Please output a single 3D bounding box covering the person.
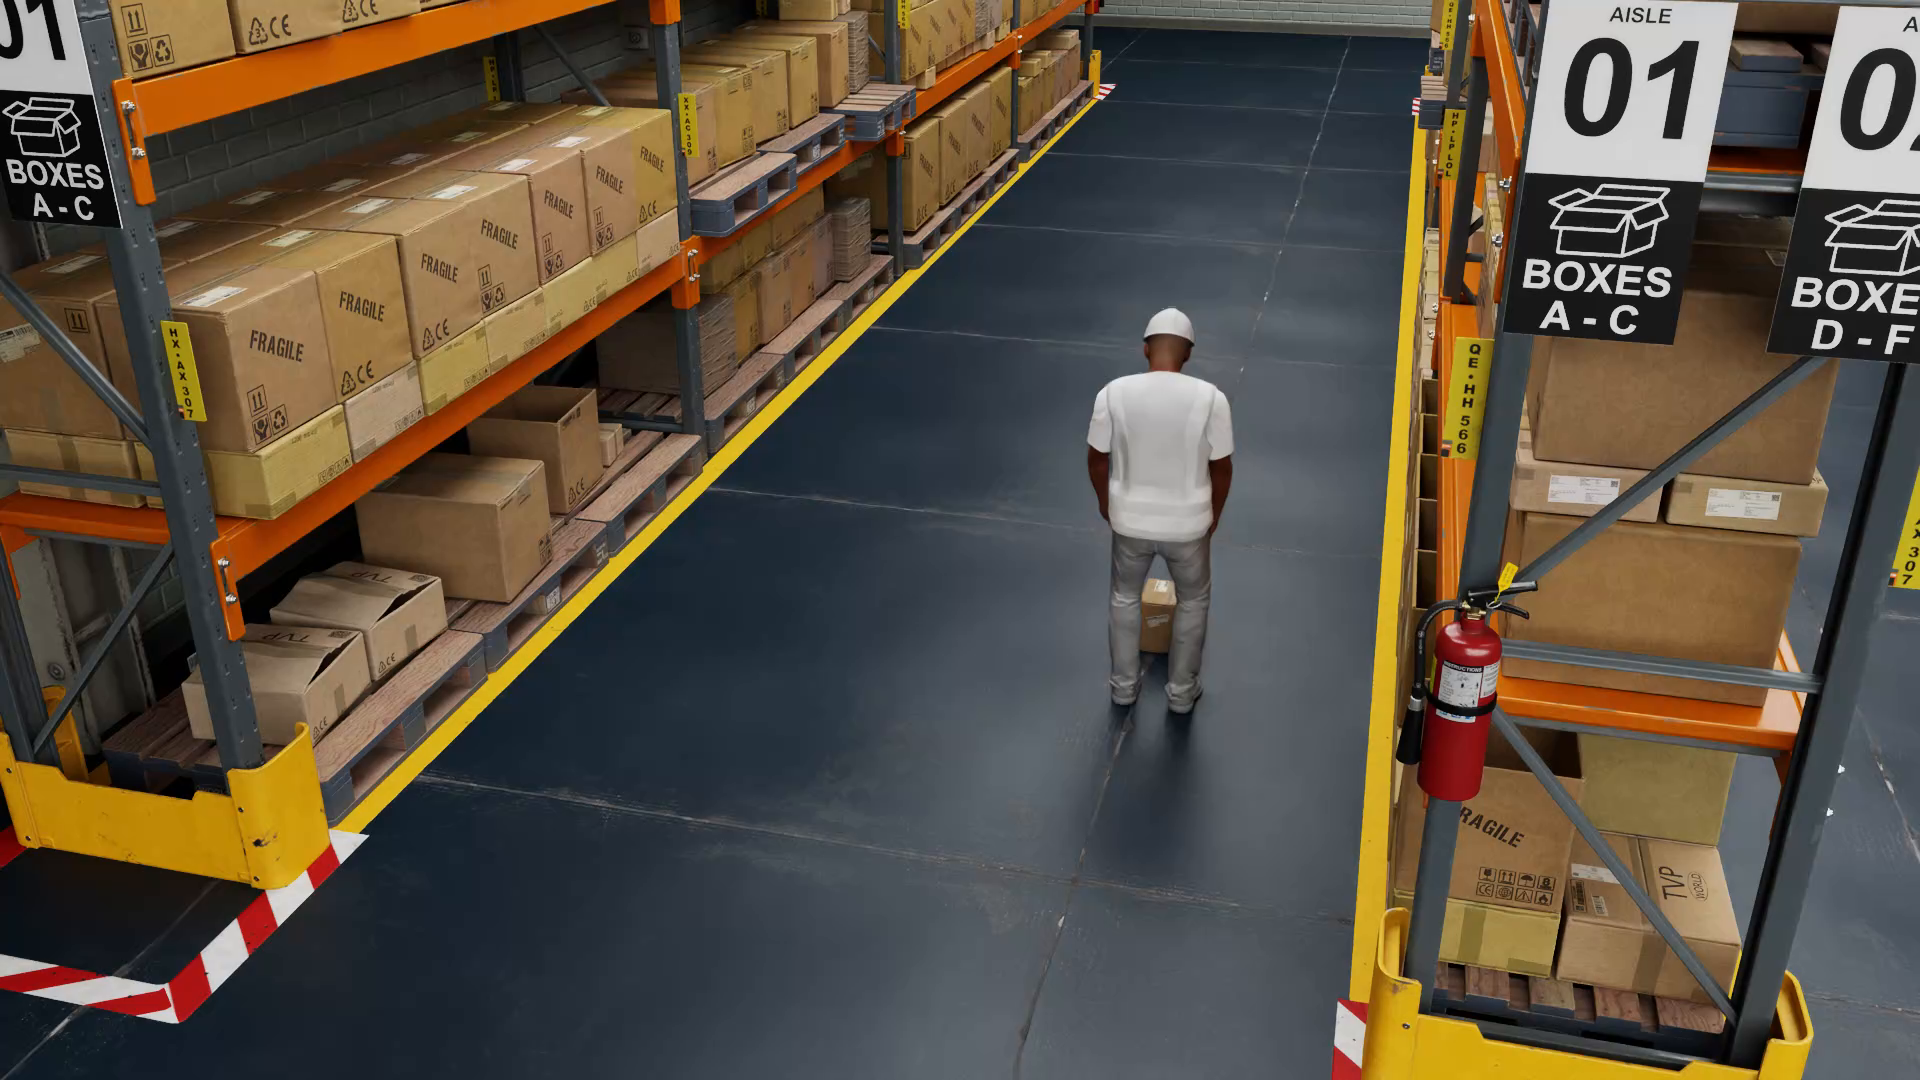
[{"bbox_3d":[0.816,-0.109,6.899,0.599,1.696,0.491,7,26,14],"label":"person"}]
